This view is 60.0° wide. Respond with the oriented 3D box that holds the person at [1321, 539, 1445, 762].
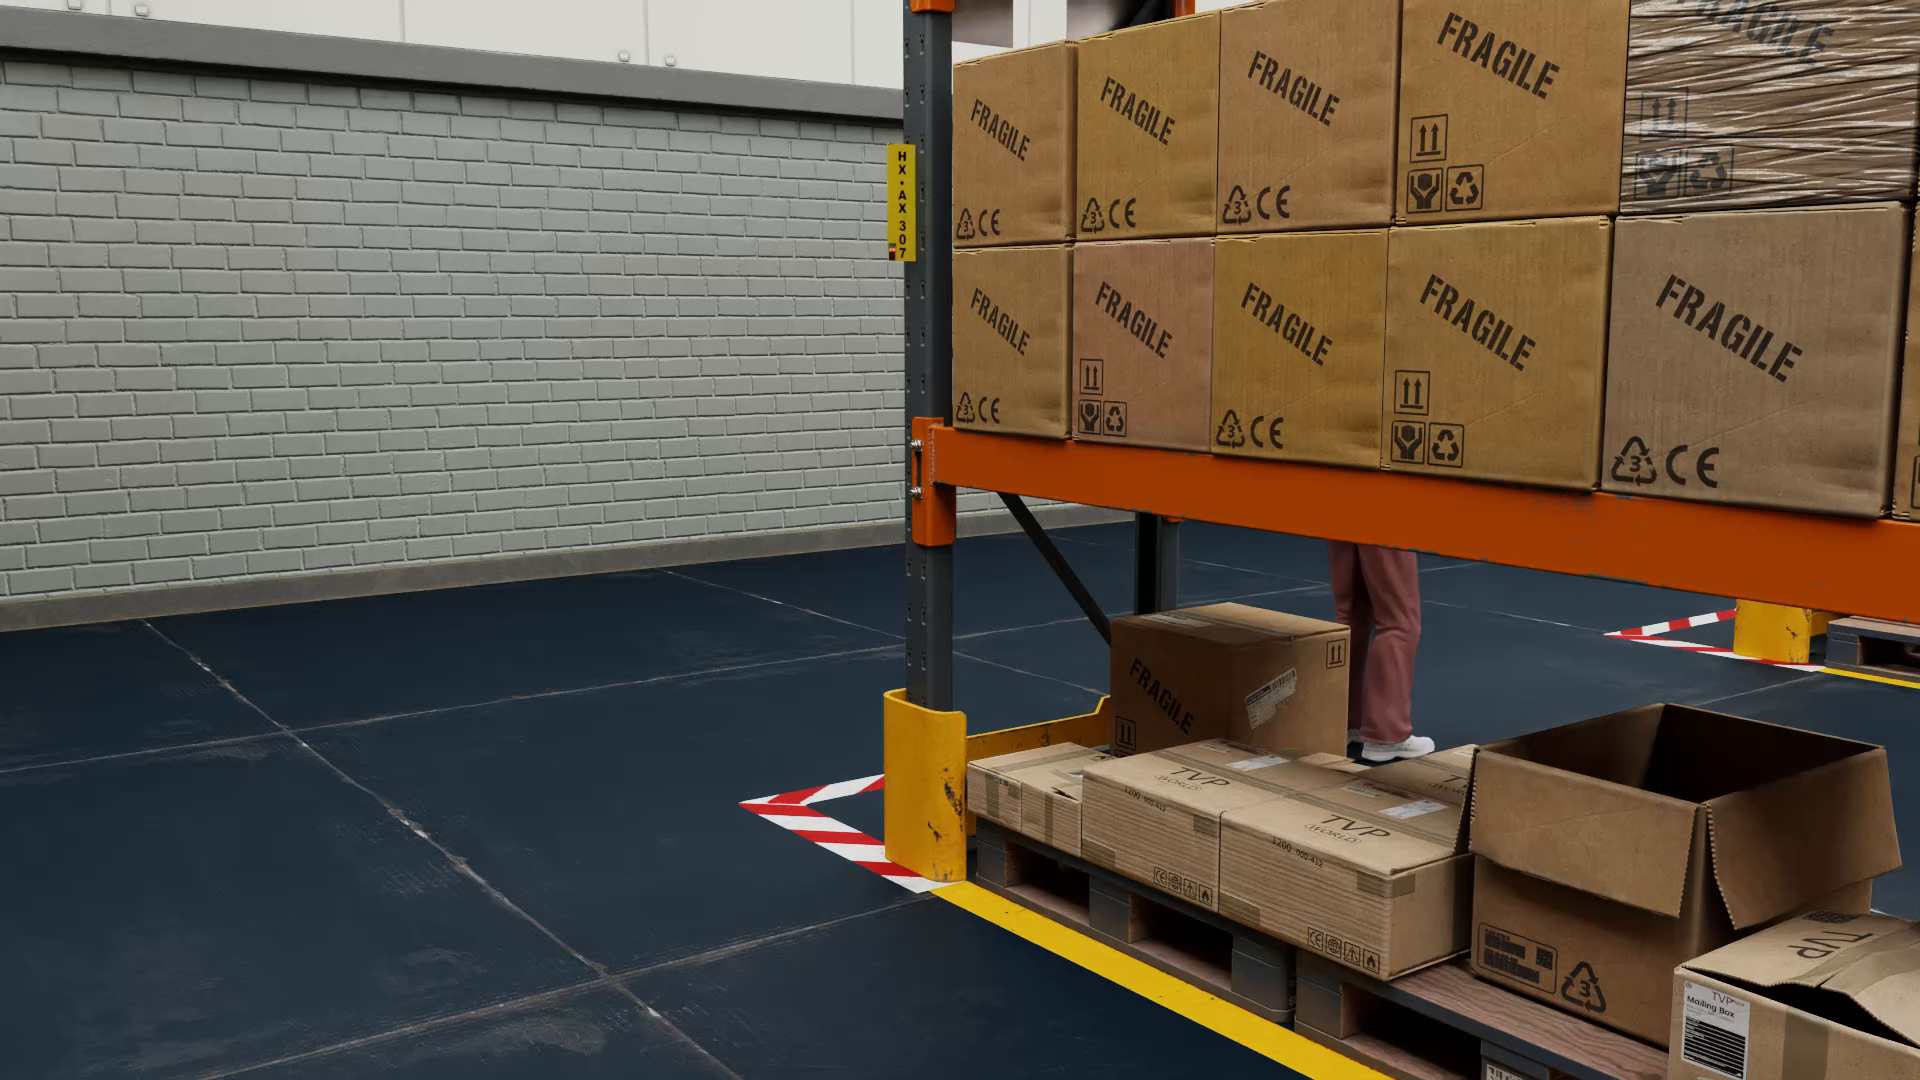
[{"bbox_3d":[1.524,-0.044,6.135,0.357,1.671,0.504,-5,9,-30],"label":"person"}]
